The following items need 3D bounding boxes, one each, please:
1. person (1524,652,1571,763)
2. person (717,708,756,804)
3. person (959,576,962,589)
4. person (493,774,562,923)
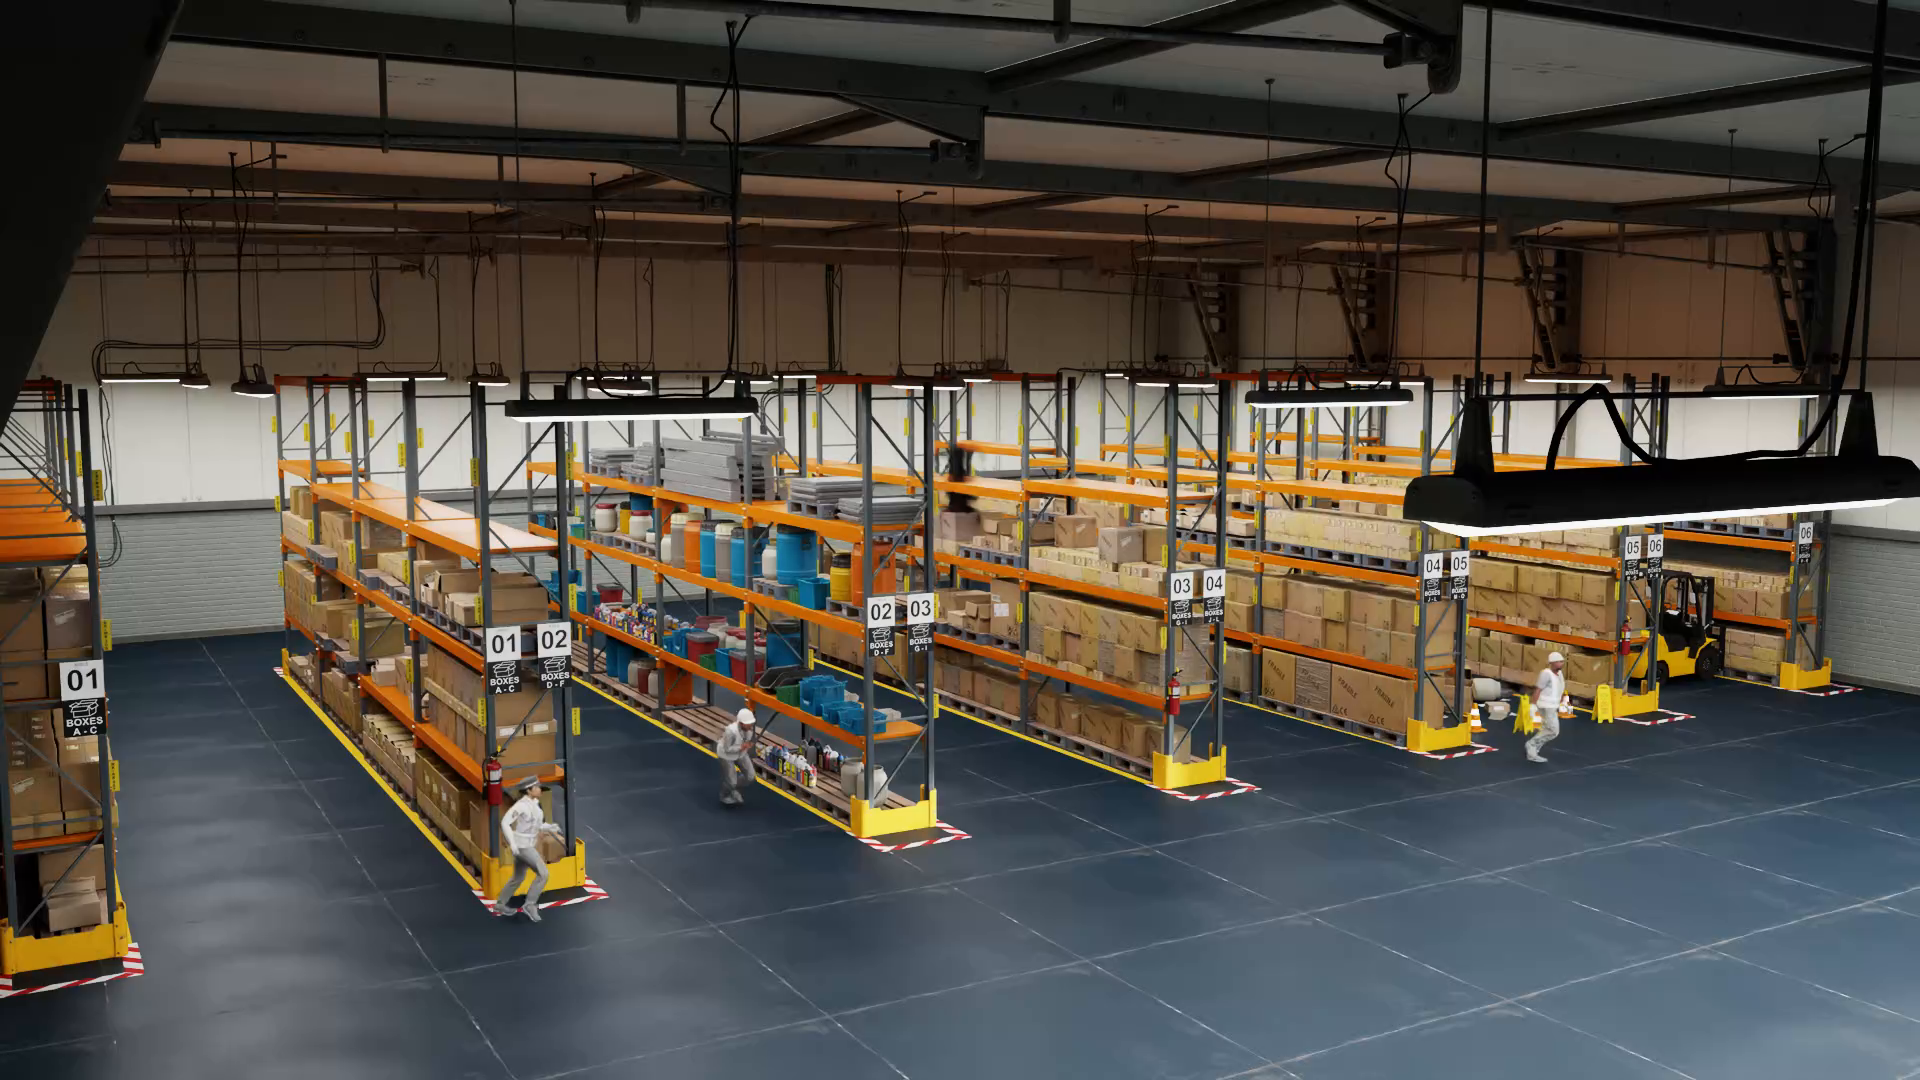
[{"bbox_3d":[9.198,2.614,26.023,0.586,1.752,0.677,4,8,35],"label":"person"},{"bbox_3d":[-3.126,3.035,23.304,0.623,1.483,0.994,-6,8,-42],"label":"person"},{"bbox_3d":[-0.097,0.807,42.866,0.729,1.653,0.903,4,8,35],"label":"person"},{"bbox_3d":[-4.893,3.476,18.722,0.796,1.710,0.552,0,6,-2],"label":"person"}]
